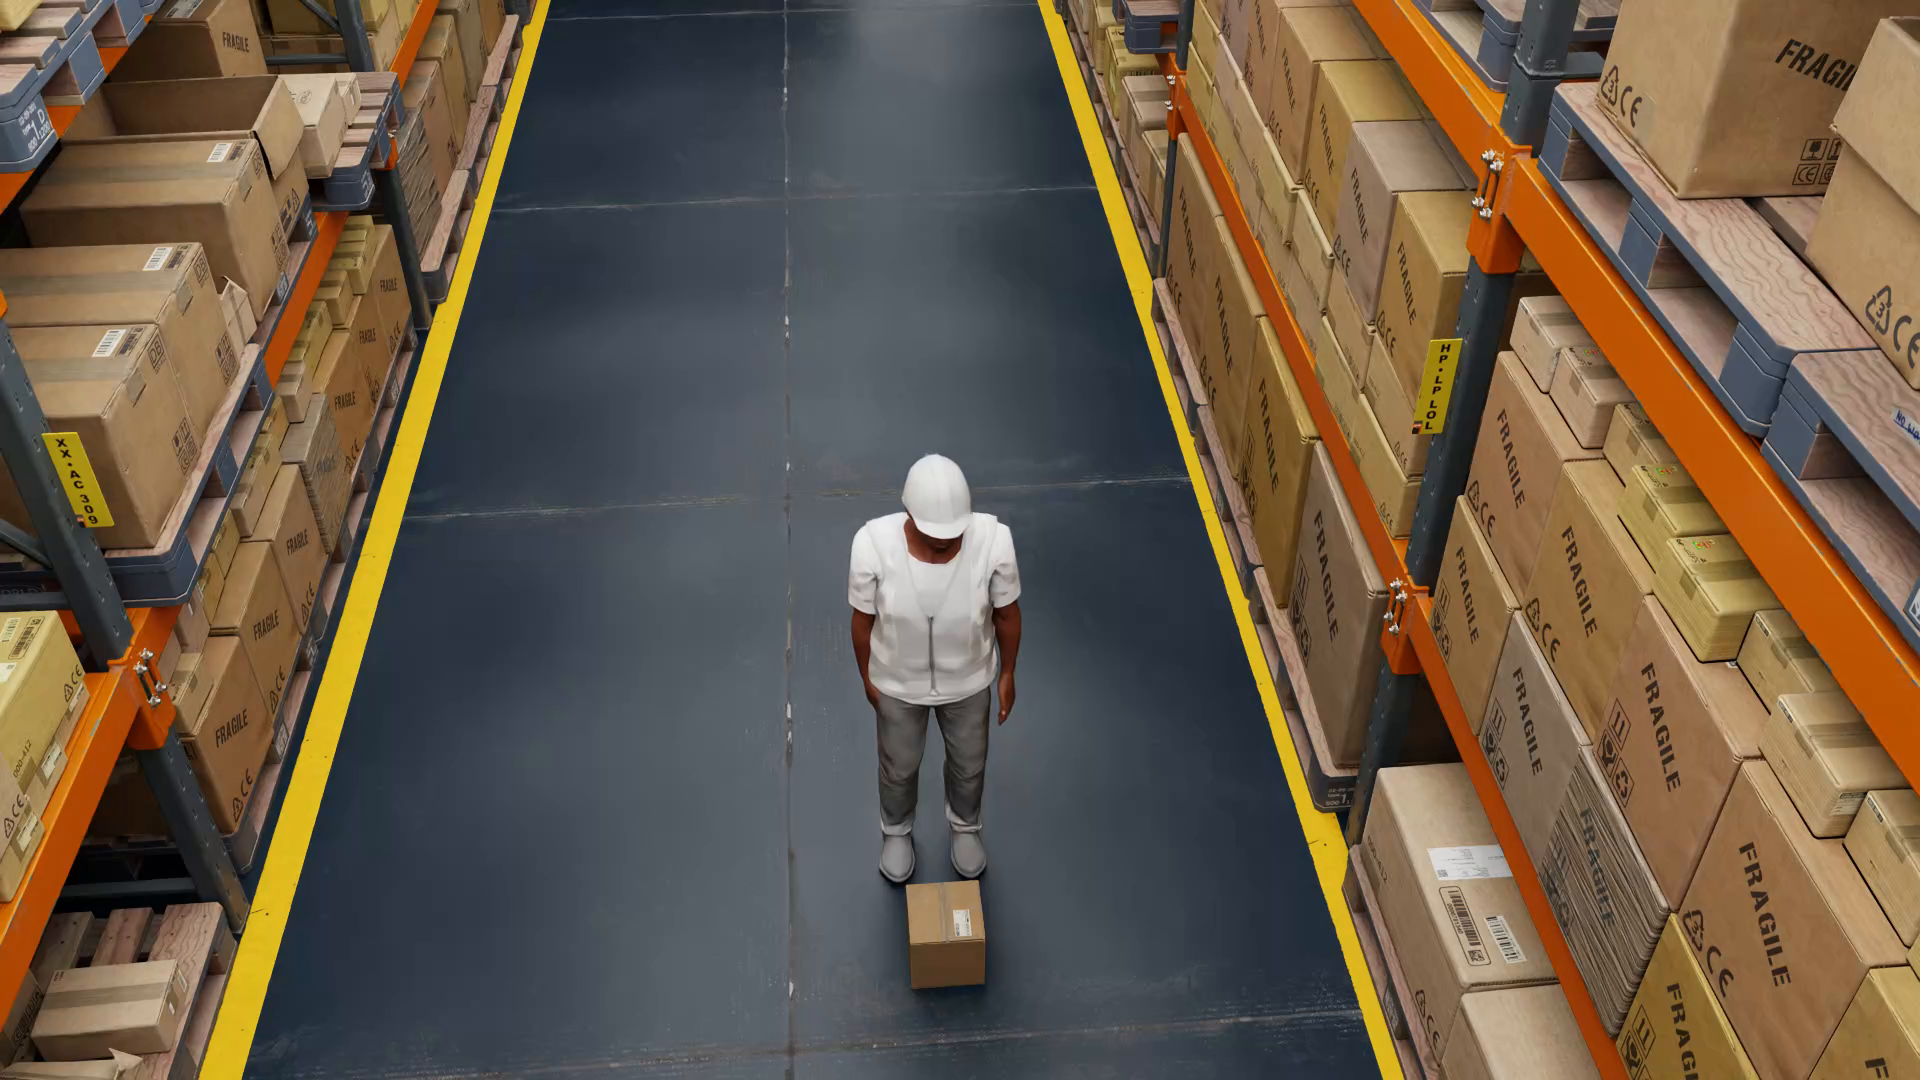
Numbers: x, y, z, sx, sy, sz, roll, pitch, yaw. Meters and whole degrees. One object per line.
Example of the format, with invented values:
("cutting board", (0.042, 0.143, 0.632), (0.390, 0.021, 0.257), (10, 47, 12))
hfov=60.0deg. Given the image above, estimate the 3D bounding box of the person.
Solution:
("person", (-0.078, 0.446, 5.585), (0.566, 1.762, 0.363), (-2, 39, -3))
